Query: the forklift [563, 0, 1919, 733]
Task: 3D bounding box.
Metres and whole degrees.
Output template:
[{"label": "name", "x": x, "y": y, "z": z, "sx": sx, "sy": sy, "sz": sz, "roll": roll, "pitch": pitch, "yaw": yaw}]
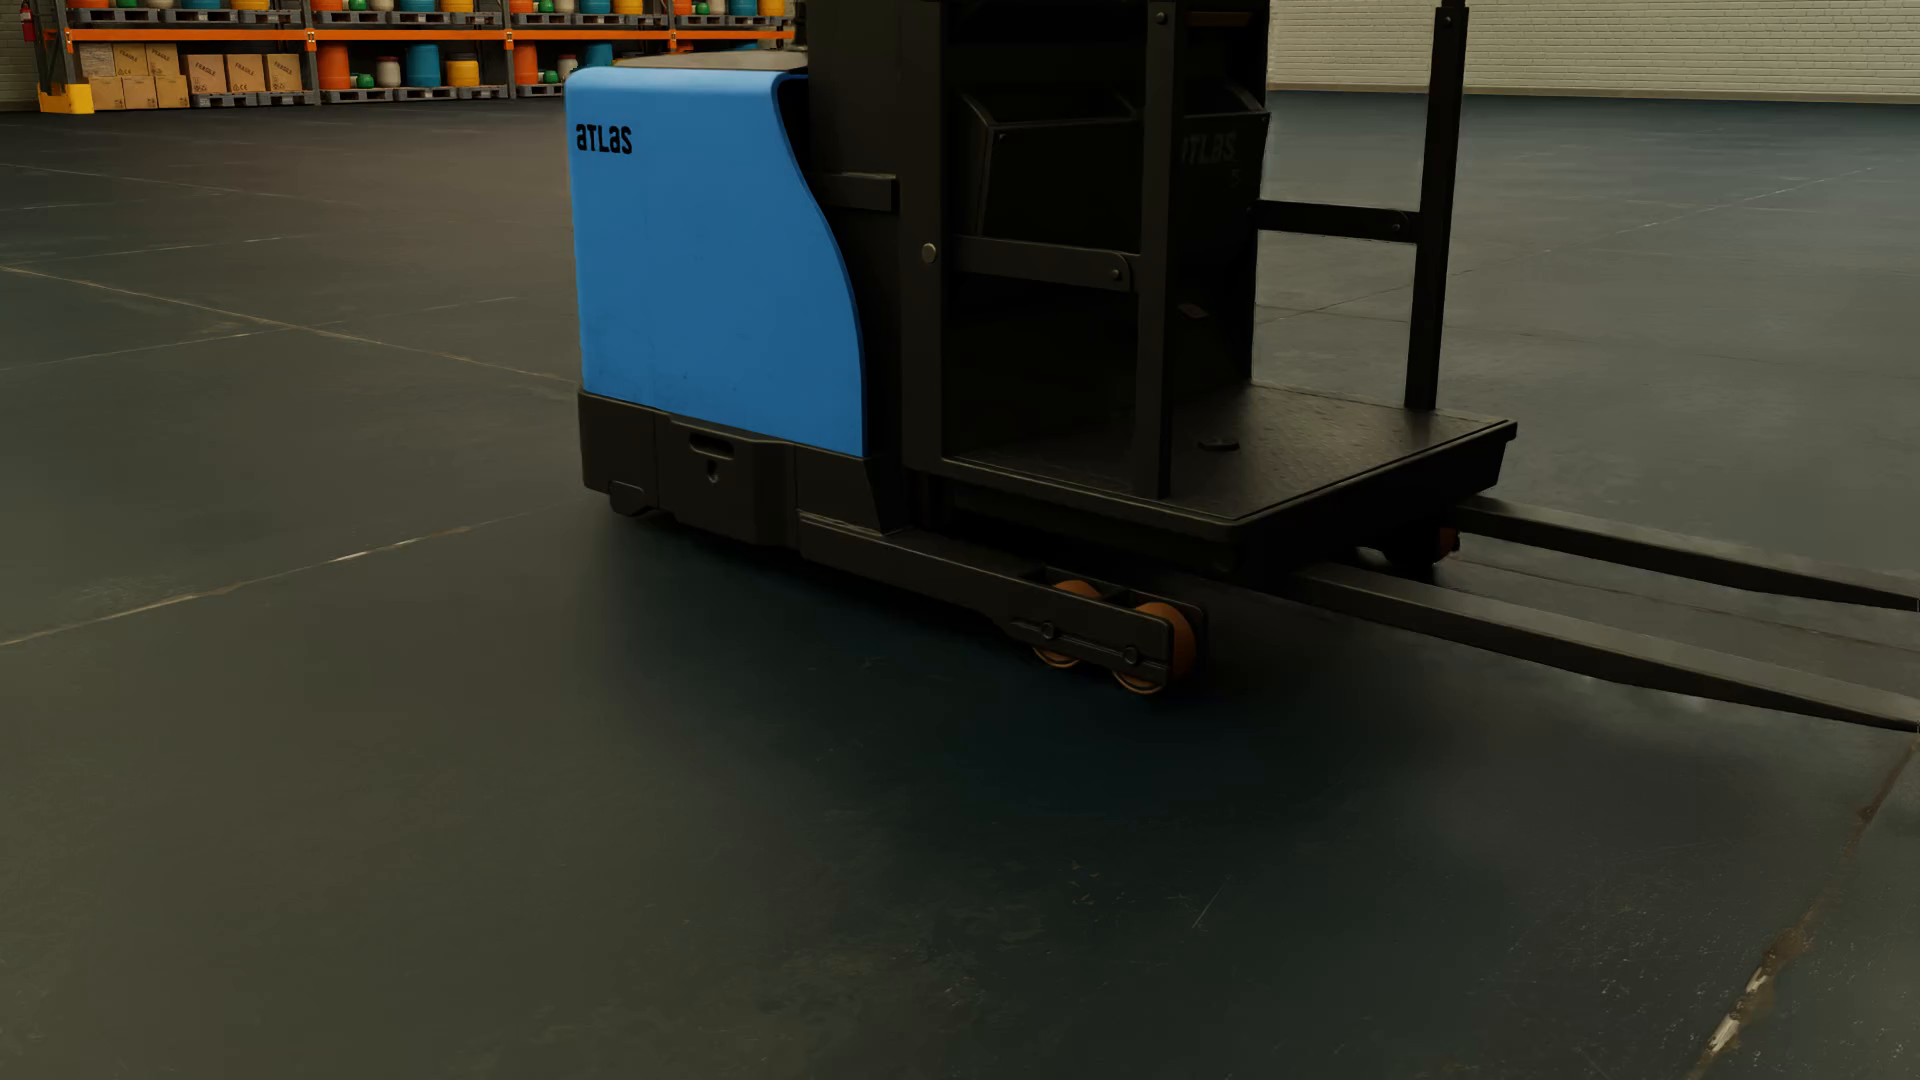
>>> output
[{"label": "forklift", "x": 0.479, "y": -1.293, "z": 3.155, "sx": 3.031, "sy": 2.935, "sz": 1.130, "roll": 15, "pitch": 22, "yaw": 40}]
